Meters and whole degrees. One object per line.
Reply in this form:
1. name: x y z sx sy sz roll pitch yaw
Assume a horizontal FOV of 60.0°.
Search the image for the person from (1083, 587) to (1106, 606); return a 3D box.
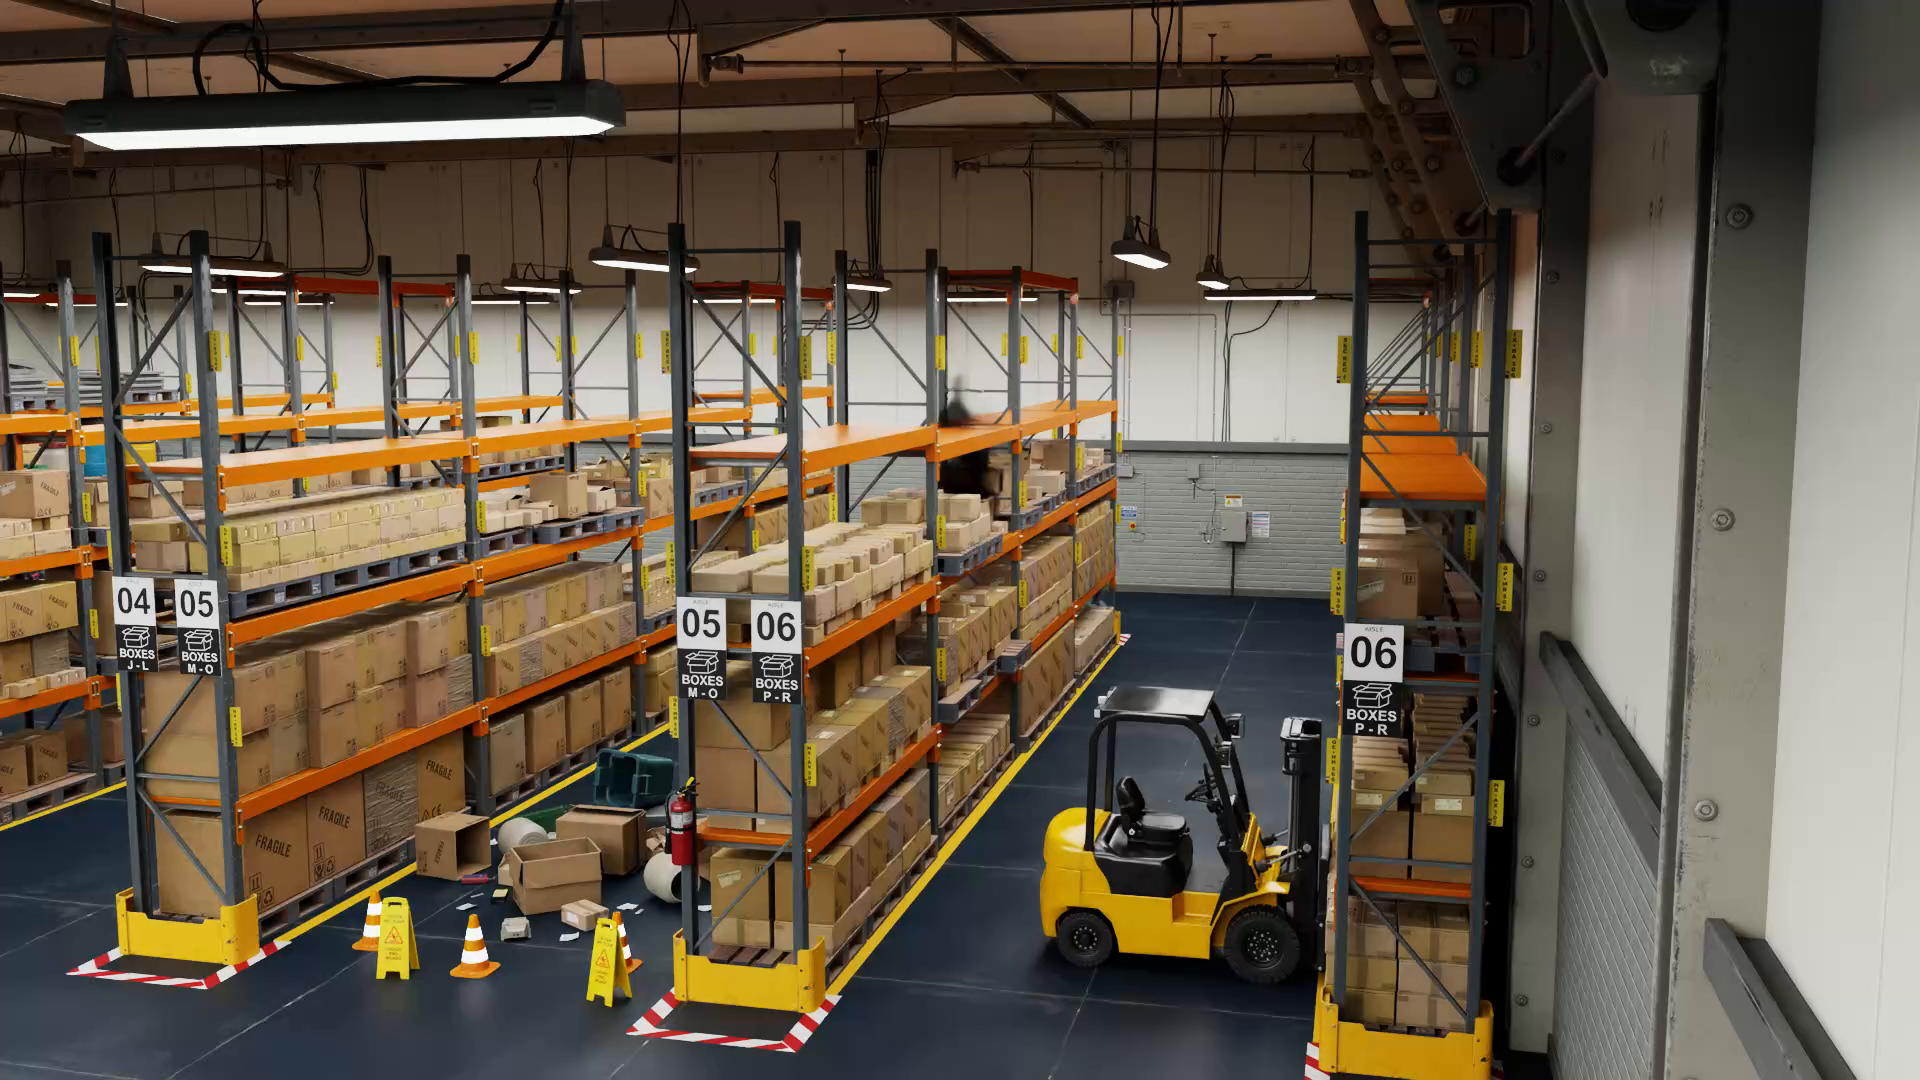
1. person: 2.376 0.721 29.595 0.759 1.742 0.621 -7 10 -43
